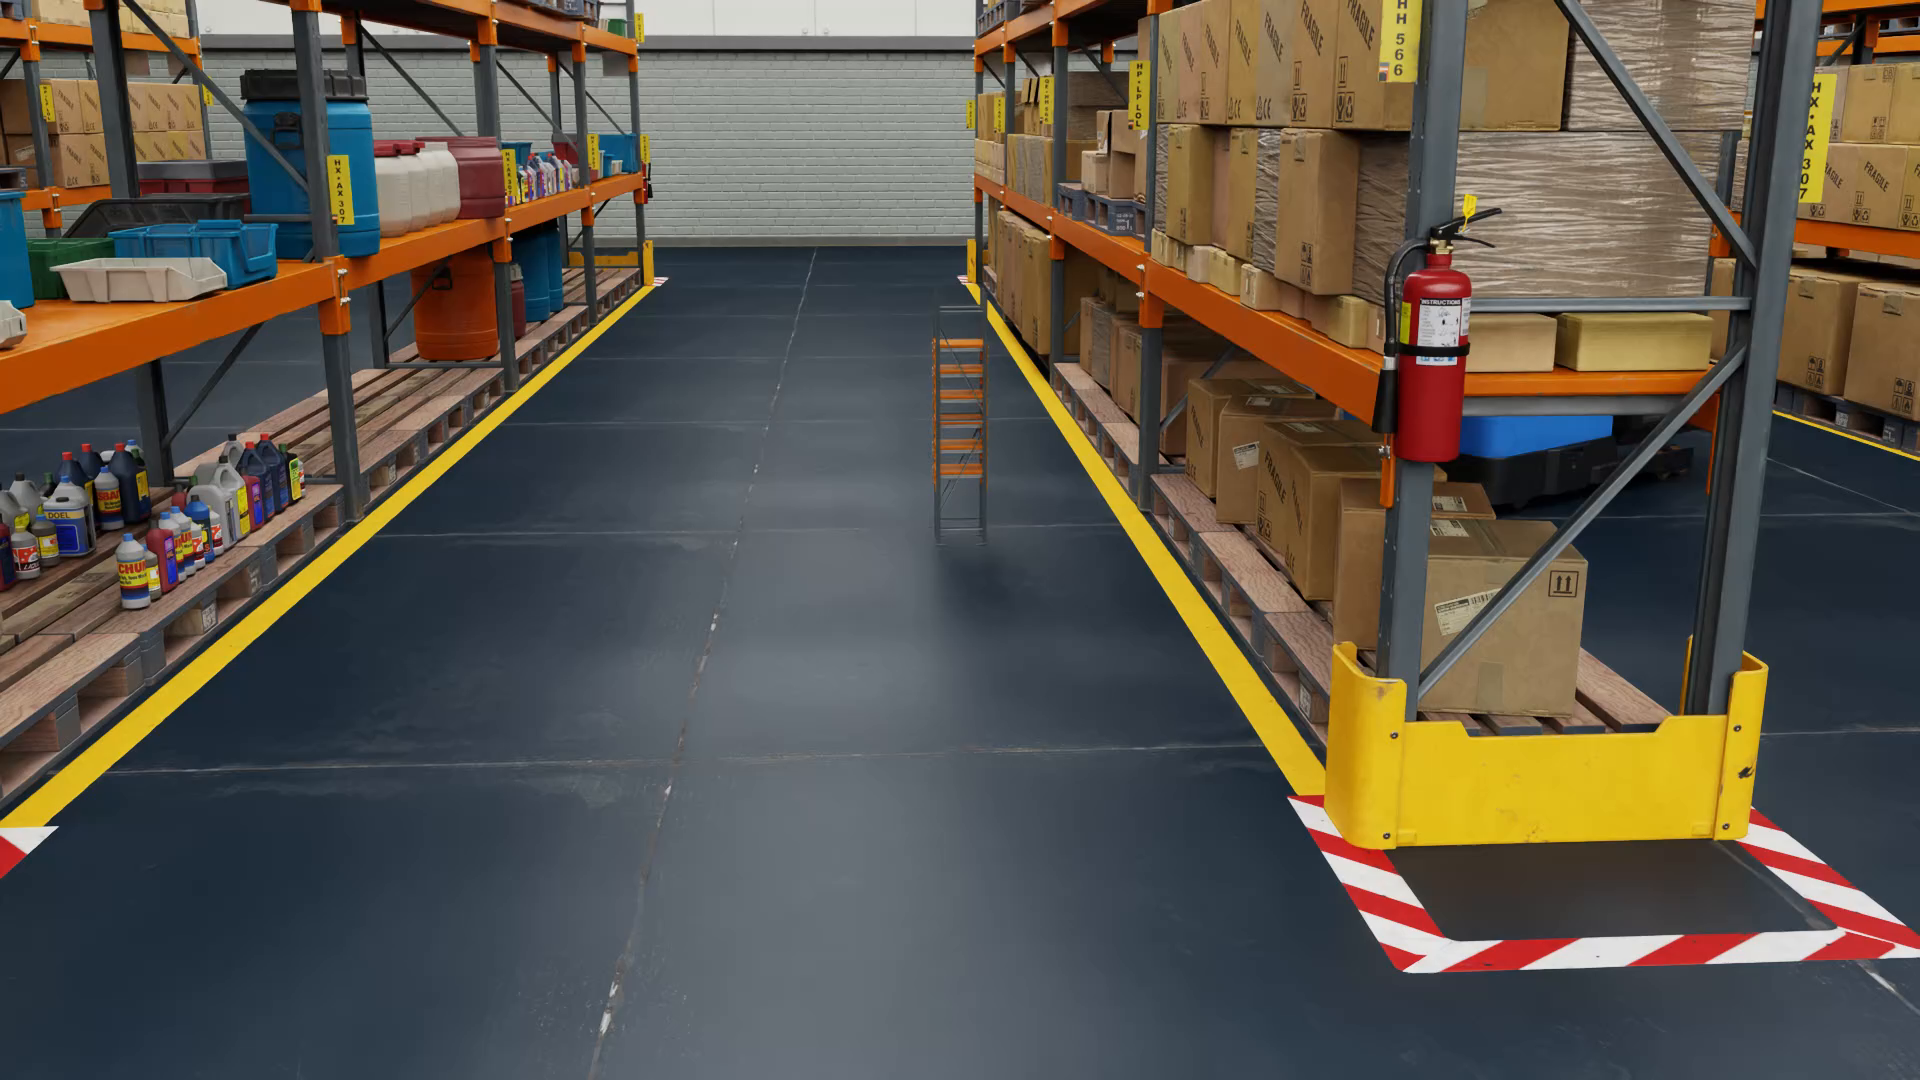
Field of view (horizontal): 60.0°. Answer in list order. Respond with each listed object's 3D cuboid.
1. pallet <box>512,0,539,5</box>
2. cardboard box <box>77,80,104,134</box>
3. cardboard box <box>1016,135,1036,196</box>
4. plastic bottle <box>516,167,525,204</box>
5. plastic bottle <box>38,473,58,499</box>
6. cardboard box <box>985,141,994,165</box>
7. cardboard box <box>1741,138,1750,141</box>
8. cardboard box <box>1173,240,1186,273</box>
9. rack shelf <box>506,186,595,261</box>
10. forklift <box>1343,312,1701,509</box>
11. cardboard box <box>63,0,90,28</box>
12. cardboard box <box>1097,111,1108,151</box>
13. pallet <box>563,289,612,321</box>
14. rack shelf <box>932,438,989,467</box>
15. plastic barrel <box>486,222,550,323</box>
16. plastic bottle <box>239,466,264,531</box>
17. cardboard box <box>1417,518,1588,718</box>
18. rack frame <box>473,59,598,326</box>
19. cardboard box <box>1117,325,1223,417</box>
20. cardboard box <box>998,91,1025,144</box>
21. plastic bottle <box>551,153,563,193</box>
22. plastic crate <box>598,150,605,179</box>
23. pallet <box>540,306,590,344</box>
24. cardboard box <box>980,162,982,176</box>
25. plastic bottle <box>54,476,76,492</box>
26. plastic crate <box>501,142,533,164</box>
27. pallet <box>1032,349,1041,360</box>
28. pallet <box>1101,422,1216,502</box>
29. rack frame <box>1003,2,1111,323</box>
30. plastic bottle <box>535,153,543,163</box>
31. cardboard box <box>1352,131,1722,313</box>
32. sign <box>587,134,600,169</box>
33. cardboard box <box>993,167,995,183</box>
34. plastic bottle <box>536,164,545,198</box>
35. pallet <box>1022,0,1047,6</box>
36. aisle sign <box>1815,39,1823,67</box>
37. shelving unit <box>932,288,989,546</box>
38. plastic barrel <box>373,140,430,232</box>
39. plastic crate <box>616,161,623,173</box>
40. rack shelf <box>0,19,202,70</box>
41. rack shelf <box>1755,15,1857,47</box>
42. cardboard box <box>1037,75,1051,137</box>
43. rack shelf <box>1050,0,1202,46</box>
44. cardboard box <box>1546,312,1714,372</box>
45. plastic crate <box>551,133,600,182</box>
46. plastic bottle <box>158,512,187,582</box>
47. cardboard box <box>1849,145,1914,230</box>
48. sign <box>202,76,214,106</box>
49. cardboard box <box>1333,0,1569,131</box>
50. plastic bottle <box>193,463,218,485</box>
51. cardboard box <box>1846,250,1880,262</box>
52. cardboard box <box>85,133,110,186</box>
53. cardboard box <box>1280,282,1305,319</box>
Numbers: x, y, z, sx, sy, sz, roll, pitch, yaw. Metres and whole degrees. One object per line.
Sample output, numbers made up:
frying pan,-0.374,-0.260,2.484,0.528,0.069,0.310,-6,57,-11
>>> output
pallet,-3.715,-4.084,12.240,1.003,0.211,1.213,-1,14,-3
cardboard box,-8.738,-4.233,16.252,0.500,0.500,0.500,-1,14,-5
cardboard box,0.772,-3.283,14.567,0.500,0.500,0.500,-1,14,-5
plastic bottle,-3.475,-2.794,13.100,0.061,0.283,0.133,-1,14,-3
plastic bottle,-3.901,-0.138,7.112,0.061,0.283,0.133,0,14,-1
cardboard box,0.547,-4.161,17.884,0.500,0.250,0.500,-1,14,-5
cardboard box,6.287,-3.076,13.025,0.380,0.149,0.250,0,14,-1
cardboard box,1.185,-1.309,7.599,0.380,0.149,0.250,-1,14,-3
rack shelf,-3.889,-2.680,13.868,1.077,0.370,4.000,-1,14,-3
forklift,3.554,-1.852,9.340,3.031,2.935,1.130,-11,18,-37
cardboard box,-8.767,-5.080,16.031,0.500,0.250,0.500,-1,14,-3
cardboard box,1.252,-2.726,11.558,0.500,0.500,0.500,-3,15,-10
pallet,-4.097,-2.358,16.767,1.003,0.211,1.213,-1,14,-3
rack shelf,0.001,-0.418,7.904,0.258,0.103,0.180,-1,14,-3
plastic barrel,-3.952,-2.402,14.709,0.600,0.901,0.708,-1,14,-3
plastic bottle,-3.126,-0.191,7.316,0.061,0.283,0.133,0,14,0
cardboard box,1.652,0.233,5.273,0.500,0.500,0.500,2,15,7
rack frame,-4.013,-3.526,15.711,1.000,3.000,0.127,-1,14,-3
cardboard box,1.364,-1.027,10.130,0.700,0.500,0.500,-2,15,-8
cardboard box,0.635,-4.147,16.325,0.500,0.500,0.500,0,14,-2
plastic bottle,-3.629,-3.279,14.849,0.144,0.351,0.185,-1,14,-3
plastic crate,-3.924,-3.880,17.206,0.437,0.282,0.530,-1,14,-3
pallet,-4.007,-1.983,15.310,1.003,0.211,1.213,-1,14,-3
cardboard box,0.426,-4.190,18.796,0.380,0.149,0.250,-1,14,-4
plastic bottle,-3.823,-0.138,7.136,0.097,0.271,0.097,0,14,0
plastic crate,-4.382,-3.658,16.137,0.392,0.384,0.575,-1,14,-3
pallet,1.132,-1.757,14.433,1.003,0.211,1.213,-1,14,-3
pallet,1.376,-0.456,9.376,1.003,0.211,1.213,-1,14,-3
rack frame,0.930,-3.603,16.008,1.000,3.000,0.127,-1,14,-3
plastic bottle,-3.773,-3.276,14.840,0.144,0.351,0.185,-1,14,-3
cardboard box,1.667,-0.948,4.893,0.875,0.500,0.500,-1,14,-3
sign,-3.464,-3.668,15.708,0.100,0.325,0.005,-1,14,-3
cardboard box,0.537,-3.744,17.060,0.380,0.149,0.250,-1,14,-2
plastic bottle,-3.529,-3.012,13.948,0.061,0.283,0.133,-1,14,-3
pallet,1.085,-4.128,12.411,1.213,0.211,1.003,0,14,-1
aisle sign,10.280,-6.023,20.198,0.394,0.787,0.004,-1,14,-3
shelving unit,0.001,-0.577,7.863,0.258,1.200,0.189,-1,14,-3
plastic barrel,-3.430,-2.134,10.027,0.433,0.535,0.433,0,14,0
plastic crate,-4.030,-4.222,18.826,0.396,0.136,0.243,-1,14,-3
rack shelf,-9.081,-5.052,17.067,1.077,0.370,4.000,-1,14,-3
rack shelf,6.011,-4.261,13.991,1.077,0.370,4.000,-1,14,-3
cardboard box,1.063,-3.653,13.990,0.797,0.503,0.637,0,14,-2
rack shelf,1.302,-3.215,9.925,1.077,0.370,4.000,-1,14,-3
cardboard box,1.894,-0.571,4.730,0.380,0.149,0.250,-1,14,-3
plastic crate,-3.818,-3.812,16.574,0.402,0.464,0.583,-1,14,-3
plastic bottle,-3.092,0.026,6.500,0.097,0.271,0.097,0,14,0
cardboard box,5.987,-2.216,10.419,0.500,0.500,0.500,-1,14,-4
sign,-8.650,-5.163,19.114,0.100,0.325,0.005,-1,14,-3
cardboard box,1.393,-1.428,4.752,0.500,0.500,0.500,-1,14,-3
plastic bottle,-3.324,-0.219,7.439,0.152,0.276,0.135,-1,14,-3
cardboard box,10.779,-3.323,19.220,0.875,0.438,0.875,0,14,-2
cardboard box,-8.752,-3.757,16.409,0.500,0.500,0.500,-1,14,-2
cardboard box,1.356,-0.875,5.911,0.380,0.149,0.250,-1,14,-3
